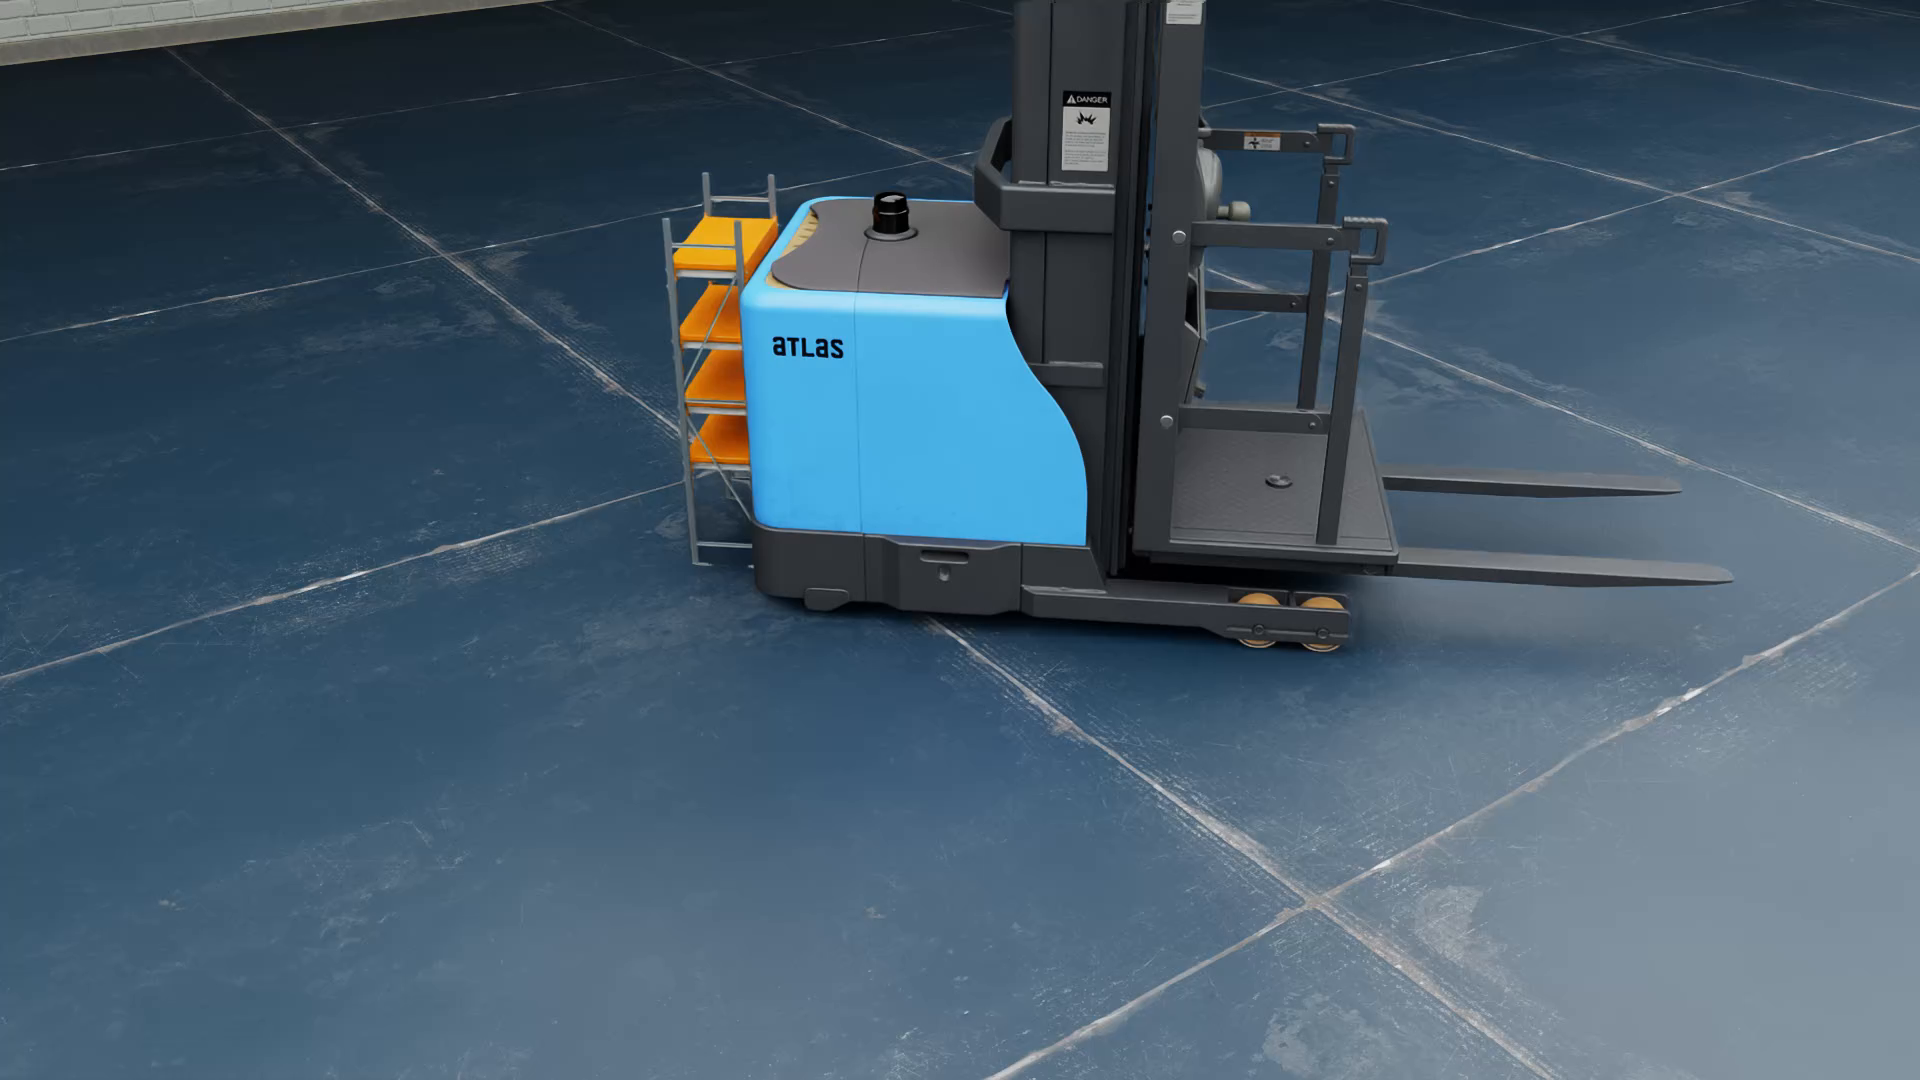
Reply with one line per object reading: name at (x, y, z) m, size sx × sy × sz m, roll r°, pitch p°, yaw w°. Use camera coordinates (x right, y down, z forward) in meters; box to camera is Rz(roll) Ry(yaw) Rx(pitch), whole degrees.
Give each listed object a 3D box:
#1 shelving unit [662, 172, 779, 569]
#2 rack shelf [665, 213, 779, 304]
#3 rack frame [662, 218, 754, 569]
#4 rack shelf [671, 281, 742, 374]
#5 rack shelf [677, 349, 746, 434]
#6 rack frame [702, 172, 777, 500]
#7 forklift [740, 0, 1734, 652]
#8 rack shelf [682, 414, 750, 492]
shelving unit at (-0.752, -0.554, 5.514) m, size 0.258 × 1.200 × 0.503 m, roll 3°, pitch 29°, yaw 6°
rack shelf at (-0.752, -0.900, 5.326) m, size 0.258 × 0.148 × 0.480 m, roll 3°, pitch 29°, yaw 6°
rack frame at (-0.779, -0.439, 5.300) m, size 0.240 × 1.200 × 0.015 m, roll 3°, pitch 29°, yaw 6°
rack shelf at (-0.752, -0.692, 5.439) m, size 0.258 × 0.148 × 0.480 m, roll 3°, pitch 29°, yaw 6°
rack shelf at (-0.752, -0.495, 5.546) m, size 0.258 × 0.148 × 0.480 m, roll 3°, pitch 29°, yaw 6°
rack frame at (-0.726, -0.670, 5.727) m, size 0.240 × 1.200 × 0.015 m, roll 3°, pitch 29°, yaw 6°
forklift at (0.893, -1.213, 4.912) m, size 3.031 × 2.935 × 1.130 m, roll 3°, pitch 29°, yaw 6°
rack shelf at (-0.752, -0.321, 5.640) m, size 0.258 × 0.148 × 0.480 m, roll 3°, pitch 29°, yaw 6°
